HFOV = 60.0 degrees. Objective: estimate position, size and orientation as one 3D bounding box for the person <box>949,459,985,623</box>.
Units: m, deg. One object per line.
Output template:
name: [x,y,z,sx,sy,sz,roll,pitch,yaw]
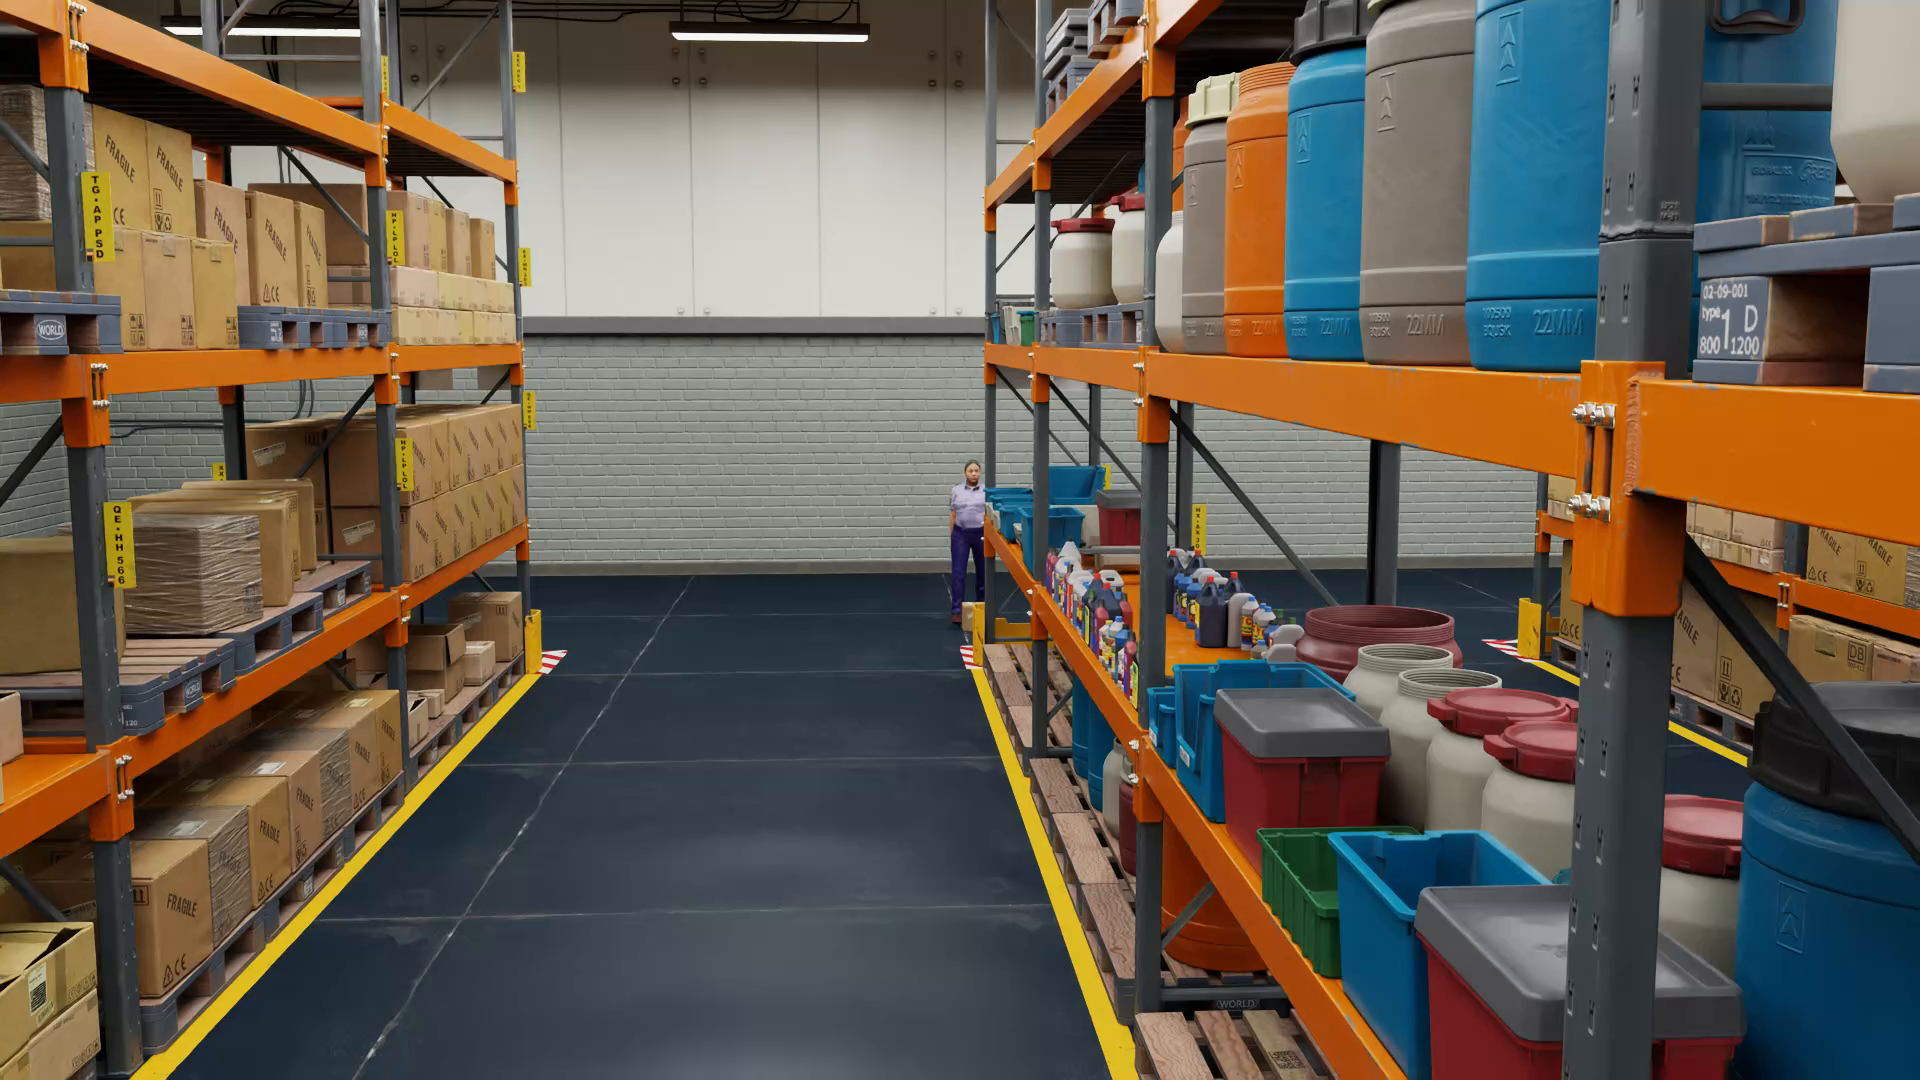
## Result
person: [0.126,0.017,16.755,0.465,1.654,0.366,0,7,-2]
